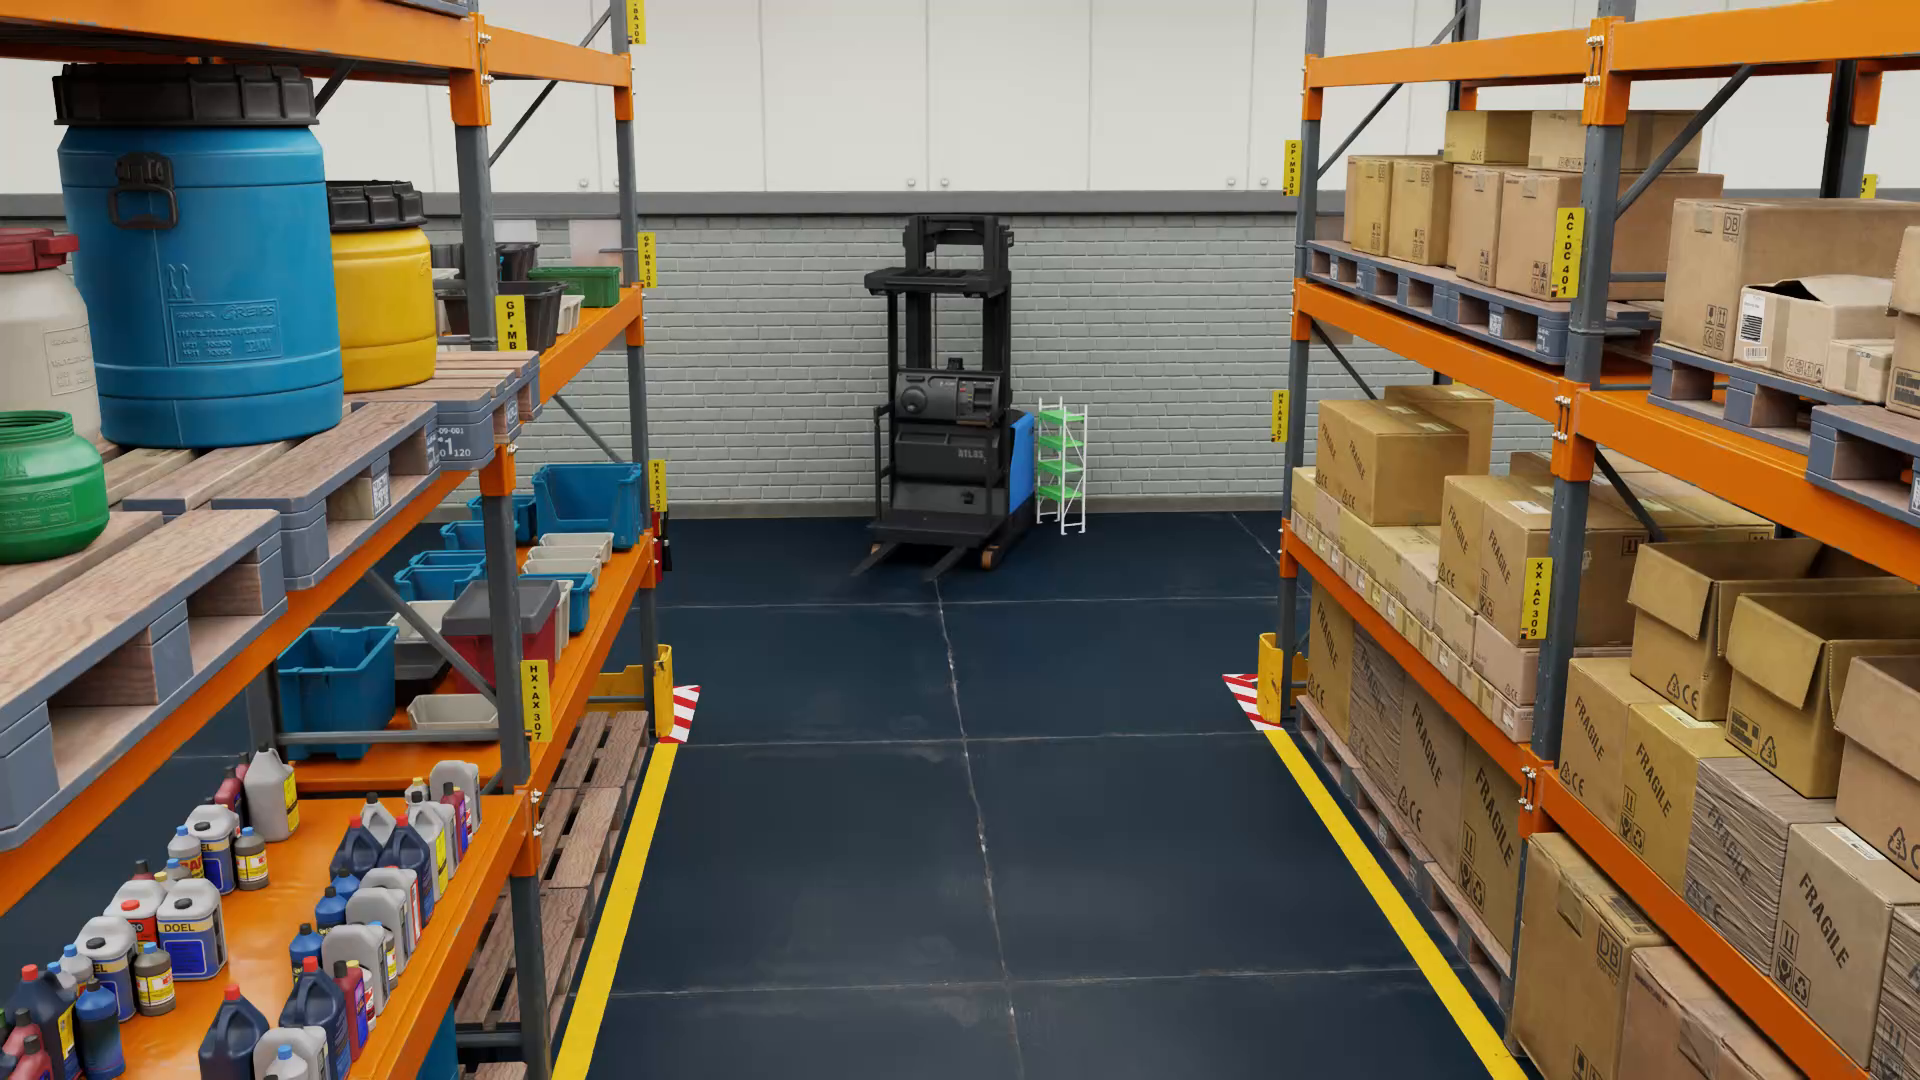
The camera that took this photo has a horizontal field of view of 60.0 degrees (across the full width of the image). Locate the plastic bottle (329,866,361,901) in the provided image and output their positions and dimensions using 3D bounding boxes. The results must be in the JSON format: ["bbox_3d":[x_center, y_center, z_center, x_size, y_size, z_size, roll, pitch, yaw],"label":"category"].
[{"bbox_3d":[-1.876,1.131,5.093,0.097,0.271,0.097,0,14,0],"label":"plastic bottle"}]

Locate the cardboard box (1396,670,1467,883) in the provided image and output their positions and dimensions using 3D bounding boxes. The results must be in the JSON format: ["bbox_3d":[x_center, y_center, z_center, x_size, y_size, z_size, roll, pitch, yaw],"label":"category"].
[{"bbox_3d":[2.773,1.113,8.327,0.875,0.875,0.875,-1,14,-3],"label":"cardboard box"}]

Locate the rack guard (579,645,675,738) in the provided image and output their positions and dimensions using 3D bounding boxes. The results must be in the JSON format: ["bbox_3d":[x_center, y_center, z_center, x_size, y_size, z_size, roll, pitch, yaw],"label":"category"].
[{"bbox_3d":[-2.416,0.963,10.505,1.175,0.500,0.348,-1,14,-3],"label":"rack guard"}]

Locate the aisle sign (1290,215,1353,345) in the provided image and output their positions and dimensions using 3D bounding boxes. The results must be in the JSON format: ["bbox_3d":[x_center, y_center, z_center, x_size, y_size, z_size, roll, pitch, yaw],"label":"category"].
[{"bbox_3d":[2.238,-1.591,10.196,0.394,0.787,0.004,-1,14,-3],"label":"aisle sign"}]

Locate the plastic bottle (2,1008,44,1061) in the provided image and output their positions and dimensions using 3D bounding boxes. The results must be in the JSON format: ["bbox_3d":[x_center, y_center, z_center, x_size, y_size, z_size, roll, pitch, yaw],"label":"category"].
[{"bbox_3d":[-2.387,1.346,4.235,0.061,0.283,0.133,-1,14,-3],"label":"plastic bottle"}]

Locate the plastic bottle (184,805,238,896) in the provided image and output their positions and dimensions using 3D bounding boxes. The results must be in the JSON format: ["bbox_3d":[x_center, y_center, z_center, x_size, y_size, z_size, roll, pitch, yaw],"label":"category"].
[{"bbox_3d":[-2.483,1.025,5.496,0.152,0.276,0.135,-1,14,-3],"label":"plastic bottle"}]

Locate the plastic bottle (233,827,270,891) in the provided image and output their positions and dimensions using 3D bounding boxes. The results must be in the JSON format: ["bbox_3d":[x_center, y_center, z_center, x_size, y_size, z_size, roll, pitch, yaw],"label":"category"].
[{"bbox_3d":[-2.359,1.054,5.531,0.097,0.201,0.097,0,14,0],"label":"plastic bottle"}]

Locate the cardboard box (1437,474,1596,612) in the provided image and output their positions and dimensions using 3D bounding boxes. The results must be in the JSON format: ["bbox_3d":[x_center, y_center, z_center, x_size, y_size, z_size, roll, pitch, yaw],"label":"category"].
[{"bbox_3d":[2.467,0.007,7.403,0.500,0.500,0.500,-1,14,-3],"label":"cardboard box"}]

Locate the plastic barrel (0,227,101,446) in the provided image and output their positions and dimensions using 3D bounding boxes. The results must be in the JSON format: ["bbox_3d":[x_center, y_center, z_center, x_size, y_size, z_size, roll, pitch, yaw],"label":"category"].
[{"bbox_3d":[-2.166,-0.413,3.700,0.433,0.535,0.433,0,14,0],"label":"plastic barrel"}]

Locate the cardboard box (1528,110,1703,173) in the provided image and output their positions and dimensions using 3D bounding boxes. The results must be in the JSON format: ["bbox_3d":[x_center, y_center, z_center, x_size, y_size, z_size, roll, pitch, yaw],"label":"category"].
[{"bbox_3d":[2.738,-1.674,6.967,0.500,0.250,0.500,-2,15,-7],"label":"cardboard box"}]

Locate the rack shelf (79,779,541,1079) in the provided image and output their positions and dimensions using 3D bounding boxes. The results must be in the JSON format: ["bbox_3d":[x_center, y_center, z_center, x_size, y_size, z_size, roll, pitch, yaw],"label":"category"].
[{"bbox_3d":[-2.030,1.598,4.461,1.077,0.370,4.000,-1,14,-3],"label":"rack shelf"}]

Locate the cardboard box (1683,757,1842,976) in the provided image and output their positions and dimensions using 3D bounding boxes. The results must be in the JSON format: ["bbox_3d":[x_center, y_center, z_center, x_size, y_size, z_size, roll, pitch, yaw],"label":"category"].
[{"bbox_3d":[2.631,0.996,5.160,0.500,0.500,0.500,-1,14,-5],"label":"cardboard box"}]

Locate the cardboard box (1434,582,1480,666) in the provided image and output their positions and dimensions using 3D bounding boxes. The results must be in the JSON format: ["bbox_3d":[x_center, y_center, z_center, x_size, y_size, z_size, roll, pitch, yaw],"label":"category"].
[{"bbox_3d":[2.466,0.370,7.495,0.500,0.250,0.500,0,14,-2],"label":"cardboard box"}]

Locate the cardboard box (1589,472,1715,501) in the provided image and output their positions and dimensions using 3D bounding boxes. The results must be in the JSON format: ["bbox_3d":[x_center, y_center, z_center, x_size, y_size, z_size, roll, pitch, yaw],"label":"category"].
[{"bbox_3d":[2.992,-0.004,7.445,0.500,0.500,0.500,-1,14,-3],"label":"cardboard box"}]

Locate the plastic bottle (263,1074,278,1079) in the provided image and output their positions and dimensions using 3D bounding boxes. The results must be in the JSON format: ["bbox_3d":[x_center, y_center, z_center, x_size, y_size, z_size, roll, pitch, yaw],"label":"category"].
[{"bbox_3d":[-1.636,1.403,4.010,0.061,0.283,0.133,-1,14,-3],"label":"plastic bottle"}]

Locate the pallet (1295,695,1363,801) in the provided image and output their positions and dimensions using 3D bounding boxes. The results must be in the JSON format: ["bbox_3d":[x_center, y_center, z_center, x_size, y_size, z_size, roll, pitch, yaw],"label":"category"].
[{"bbox_3d":[2.670,1.230,10.048,1.003,0.211,1.213,-1,14,-3],"label":"pallet"}]

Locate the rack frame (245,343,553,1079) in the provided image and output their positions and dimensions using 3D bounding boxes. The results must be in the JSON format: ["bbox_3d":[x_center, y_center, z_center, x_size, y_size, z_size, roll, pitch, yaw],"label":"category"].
[{"bbox_3d":[-2.154,0.753,6.305,1.000,3.000,0.127,-1,14,-3],"label":"rack frame"}]

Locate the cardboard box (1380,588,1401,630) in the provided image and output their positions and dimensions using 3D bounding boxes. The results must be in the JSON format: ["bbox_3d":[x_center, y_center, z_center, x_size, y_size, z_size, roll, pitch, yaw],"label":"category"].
[{"bbox_3d":[2.349,0.344,8.397,0.380,0.149,0.250,-1,14,-3],"label":"cardboard box"}]

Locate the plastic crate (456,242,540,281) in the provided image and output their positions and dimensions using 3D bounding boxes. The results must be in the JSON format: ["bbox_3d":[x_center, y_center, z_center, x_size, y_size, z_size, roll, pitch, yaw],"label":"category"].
[{"bbox_3d":[-2.656,-1.531,9.425,0.497,0.269,0.590,-1,14,-3],"label":"plastic crate"}]

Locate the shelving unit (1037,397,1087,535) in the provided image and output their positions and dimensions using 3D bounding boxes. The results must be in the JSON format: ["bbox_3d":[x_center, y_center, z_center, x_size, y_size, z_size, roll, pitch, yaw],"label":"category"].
[{"bbox_3d":[0.951,-0.700,15.561,0.258,1.200,0.503,-6,16,-24],"label":"shelving unit"}]

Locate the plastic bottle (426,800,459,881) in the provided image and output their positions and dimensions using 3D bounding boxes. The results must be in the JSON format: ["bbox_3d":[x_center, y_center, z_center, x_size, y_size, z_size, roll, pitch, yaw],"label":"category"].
[{"bbox_3d":[-1.784,0.997,5.606,0.152,0.276,0.135,-1,14,-3],"label":"plastic bottle"}]

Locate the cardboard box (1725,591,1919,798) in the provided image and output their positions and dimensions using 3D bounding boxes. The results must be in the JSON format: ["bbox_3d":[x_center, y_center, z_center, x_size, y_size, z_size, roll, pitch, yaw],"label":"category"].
[{"bbox_3d":[2.868,0.472,5.184,0.797,0.503,0.637,-1,14,-3],"label":"cardboard box"}]

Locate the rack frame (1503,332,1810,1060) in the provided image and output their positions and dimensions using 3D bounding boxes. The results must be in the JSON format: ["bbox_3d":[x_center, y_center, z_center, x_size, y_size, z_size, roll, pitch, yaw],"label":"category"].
[{"bbox_3d":[2.790,0.676,6.602,1.000,3.000,0.127,-1,14,-3],"label":"rack frame"}]

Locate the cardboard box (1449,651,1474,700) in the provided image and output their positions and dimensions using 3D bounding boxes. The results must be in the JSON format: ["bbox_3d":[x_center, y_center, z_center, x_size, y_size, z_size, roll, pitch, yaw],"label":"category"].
[{"bbox_3d":[2.412,0.599,7.405,0.380,0.149,0.250,-1,14,-4],"label":"cardboard box"}]

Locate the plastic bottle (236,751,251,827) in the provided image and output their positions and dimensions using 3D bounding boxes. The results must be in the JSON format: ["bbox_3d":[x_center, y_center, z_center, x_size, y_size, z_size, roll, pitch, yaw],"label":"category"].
[{"bbox_3d":[-2.557,0.907,5.939,0.061,0.283,0.133,-1,14,-3],"label":"plastic bottle"}]

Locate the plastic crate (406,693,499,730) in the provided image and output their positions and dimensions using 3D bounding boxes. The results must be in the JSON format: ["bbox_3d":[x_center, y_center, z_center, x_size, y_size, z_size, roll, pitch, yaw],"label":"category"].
[{"bbox_3d":[-2.040,0.733,6.789,0.396,0.136,0.243,-1,14,-3],"label":"plastic crate"}]

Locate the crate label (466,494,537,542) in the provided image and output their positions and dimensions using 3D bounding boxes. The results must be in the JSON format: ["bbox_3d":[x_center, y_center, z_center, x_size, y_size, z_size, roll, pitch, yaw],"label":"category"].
[{"bbox_3d":[-2.715,-0.124,9.926,0.416,0.233,0.303,-1,14,-3],"label":"crate label"}]

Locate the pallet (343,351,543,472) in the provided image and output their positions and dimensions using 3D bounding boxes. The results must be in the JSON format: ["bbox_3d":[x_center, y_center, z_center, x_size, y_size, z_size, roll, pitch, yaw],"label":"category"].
[{"bbox_3d":[-2.008,-0.415,5.203,1.213,0.211,1.003,-1,14,-3],"label":"pallet"}]

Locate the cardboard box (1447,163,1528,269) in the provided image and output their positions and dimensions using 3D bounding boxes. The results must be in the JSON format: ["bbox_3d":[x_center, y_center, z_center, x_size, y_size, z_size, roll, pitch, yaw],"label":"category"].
[{"bbox_3d":[2.762,-1.536,7.938,0.700,0.500,0.500,0,14,-1],"label":"cardboard box"}]

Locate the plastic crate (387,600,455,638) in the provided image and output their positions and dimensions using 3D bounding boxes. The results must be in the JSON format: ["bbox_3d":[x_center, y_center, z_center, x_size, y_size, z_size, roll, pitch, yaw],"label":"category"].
[{"bbox_3d":[-2.562,0.423,7.995,0.293,0.136,0.466,-1,14,-3],"label":"plastic crate"}]

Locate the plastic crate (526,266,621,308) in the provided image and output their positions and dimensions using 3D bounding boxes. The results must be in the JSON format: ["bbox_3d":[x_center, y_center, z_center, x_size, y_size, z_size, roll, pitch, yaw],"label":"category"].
[{"bbox_3d":[-2.055,-1.351,8.888,0.450,0.188,0.336,-1,14,-3],"label":"plastic crate"}]

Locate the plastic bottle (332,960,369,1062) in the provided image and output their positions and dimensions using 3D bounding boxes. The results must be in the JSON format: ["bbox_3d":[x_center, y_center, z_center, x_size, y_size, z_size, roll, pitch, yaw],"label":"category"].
[{"bbox_3d":[-1.670,1.266,4.542,0.061,0.283,0.133,-1,14,-3],"label":"plastic bottle"}]

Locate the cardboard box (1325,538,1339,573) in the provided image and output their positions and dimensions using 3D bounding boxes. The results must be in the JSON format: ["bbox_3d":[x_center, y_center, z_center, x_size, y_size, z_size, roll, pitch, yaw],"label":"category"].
[{"bbox_3d":[2.285,0.089,9.390,0.380,0.149,0.250,-1,14,-4],"label":"cardboard box"}]

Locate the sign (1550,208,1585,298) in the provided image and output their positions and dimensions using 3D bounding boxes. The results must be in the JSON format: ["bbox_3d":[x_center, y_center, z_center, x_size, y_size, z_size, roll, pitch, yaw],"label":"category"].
[{"bbox_3d":[2.236,-1.056,6.119,0.100,0.325,0.005,-1,14,-3],"label":"sign"}]

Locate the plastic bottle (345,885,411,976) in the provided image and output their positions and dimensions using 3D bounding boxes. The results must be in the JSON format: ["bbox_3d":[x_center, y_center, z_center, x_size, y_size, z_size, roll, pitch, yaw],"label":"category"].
[{"bbox_3d":[-1.744,1.156,4.988,0.152,0.276,0.135,-1,14,-3],"label":"plastic bottle"}]

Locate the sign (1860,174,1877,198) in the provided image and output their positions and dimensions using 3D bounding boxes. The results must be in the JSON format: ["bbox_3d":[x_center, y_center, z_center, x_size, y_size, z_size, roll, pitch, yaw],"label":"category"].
[{"bbox_3d":[3.331,-1.190,6.167,0.100,0.325,0.005,-1,14,-3],"label":"sign"}]

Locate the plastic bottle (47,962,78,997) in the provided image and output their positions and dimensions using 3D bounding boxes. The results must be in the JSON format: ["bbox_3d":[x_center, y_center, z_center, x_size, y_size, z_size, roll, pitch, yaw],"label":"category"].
[{"bbox_3d":[-2.448,1.277,4.524,0.097,0.271,0.097,0,14,0],"label":"plastic bottle"}]

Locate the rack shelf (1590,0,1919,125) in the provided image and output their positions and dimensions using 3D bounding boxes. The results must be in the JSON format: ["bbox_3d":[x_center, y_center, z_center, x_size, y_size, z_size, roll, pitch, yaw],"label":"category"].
[{"bbox_3d":[2.914,-1.190,4.061,1.077,0.370,4.000,-1,14,-3],"label":"rack shelf"}]

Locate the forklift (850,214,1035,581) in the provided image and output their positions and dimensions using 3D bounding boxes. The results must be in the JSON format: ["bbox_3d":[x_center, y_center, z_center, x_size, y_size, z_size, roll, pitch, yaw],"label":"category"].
[{"bbox_3d":[-0.162,-1.269,14.301,1.130,2.935,3.031,4,15,15],"label":"forklift"}]

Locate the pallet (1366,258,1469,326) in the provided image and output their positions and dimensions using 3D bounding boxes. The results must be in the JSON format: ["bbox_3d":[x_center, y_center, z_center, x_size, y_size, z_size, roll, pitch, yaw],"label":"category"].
[{"bbox_3d":[2.677,-1.240,8.207,1.003,0.211,1.213,-1,14,-3],"label":"pallet"}]

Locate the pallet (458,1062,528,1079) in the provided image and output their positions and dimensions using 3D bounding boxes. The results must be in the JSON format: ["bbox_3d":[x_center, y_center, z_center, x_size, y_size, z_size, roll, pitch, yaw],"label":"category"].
[{"bbox_3d":[-2.148,2.296,5.904,1.003,0.211,1.213,-1,14,-3],"label":"pallet"}]

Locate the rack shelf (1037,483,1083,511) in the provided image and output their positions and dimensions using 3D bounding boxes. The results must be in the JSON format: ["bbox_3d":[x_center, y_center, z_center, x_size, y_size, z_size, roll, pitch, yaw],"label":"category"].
[{"bbox_3d":[0.950,-0.406,15.636,0.258,0.148,0.480,-6,16,-24],"label":"rack shelf"}]

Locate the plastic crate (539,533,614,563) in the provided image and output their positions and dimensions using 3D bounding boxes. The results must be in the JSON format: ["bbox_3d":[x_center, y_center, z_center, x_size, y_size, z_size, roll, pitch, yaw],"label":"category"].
[{"bbox_3d":[-2.170,0.057,9.419,0.396,0.136,0.243,-1,14,-3],"label":"plastic crate"}]

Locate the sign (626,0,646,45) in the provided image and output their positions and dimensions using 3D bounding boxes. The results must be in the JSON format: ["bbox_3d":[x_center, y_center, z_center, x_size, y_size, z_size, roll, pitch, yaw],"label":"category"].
[{"bbox_3d":[-1.854,-3.004,9.513,0.100,0.325,0.005,-1,14,-3],"label":"sign"}]

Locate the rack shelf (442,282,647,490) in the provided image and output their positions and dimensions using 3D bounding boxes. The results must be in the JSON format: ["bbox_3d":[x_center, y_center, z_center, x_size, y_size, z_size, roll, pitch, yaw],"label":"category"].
[{"bbox_3d":[-2.278,-0.849,7.954,1.077,0.370,4.000,-1,14,-3],"label":"rack shelf"}]

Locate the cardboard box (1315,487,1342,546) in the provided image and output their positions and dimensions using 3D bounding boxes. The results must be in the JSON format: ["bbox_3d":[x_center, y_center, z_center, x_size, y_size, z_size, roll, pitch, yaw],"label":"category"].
[{"bbox_3d":[2.341,-0.137,9.468,0.500,0.250,0.500,-1,14,-4],"label":"cardboard box"}]

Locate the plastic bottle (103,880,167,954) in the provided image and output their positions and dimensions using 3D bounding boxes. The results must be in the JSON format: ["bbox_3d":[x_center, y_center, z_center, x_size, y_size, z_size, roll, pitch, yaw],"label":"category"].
[{"bbox_3d":[-2.448,1.164,4.955,0.152,0.276,0.135,-1,14,-3],"label":"plastic bottle"}]

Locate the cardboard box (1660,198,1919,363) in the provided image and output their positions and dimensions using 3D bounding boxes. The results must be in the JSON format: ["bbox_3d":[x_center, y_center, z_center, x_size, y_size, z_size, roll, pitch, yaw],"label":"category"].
[{"bbox_3d":[2.836,-0.884,5.604,0.700,0.500,0.500,-1,14,-2],"label":"cardboard box"}]

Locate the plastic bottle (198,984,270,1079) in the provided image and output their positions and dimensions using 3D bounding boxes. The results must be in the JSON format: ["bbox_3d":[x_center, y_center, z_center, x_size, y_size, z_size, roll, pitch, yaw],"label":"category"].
[{"bbox_3d":[-1.845,1.310,4.238,0.144,0.351,0.185,-1,14,-3],"label":"plastic bottle"}]
